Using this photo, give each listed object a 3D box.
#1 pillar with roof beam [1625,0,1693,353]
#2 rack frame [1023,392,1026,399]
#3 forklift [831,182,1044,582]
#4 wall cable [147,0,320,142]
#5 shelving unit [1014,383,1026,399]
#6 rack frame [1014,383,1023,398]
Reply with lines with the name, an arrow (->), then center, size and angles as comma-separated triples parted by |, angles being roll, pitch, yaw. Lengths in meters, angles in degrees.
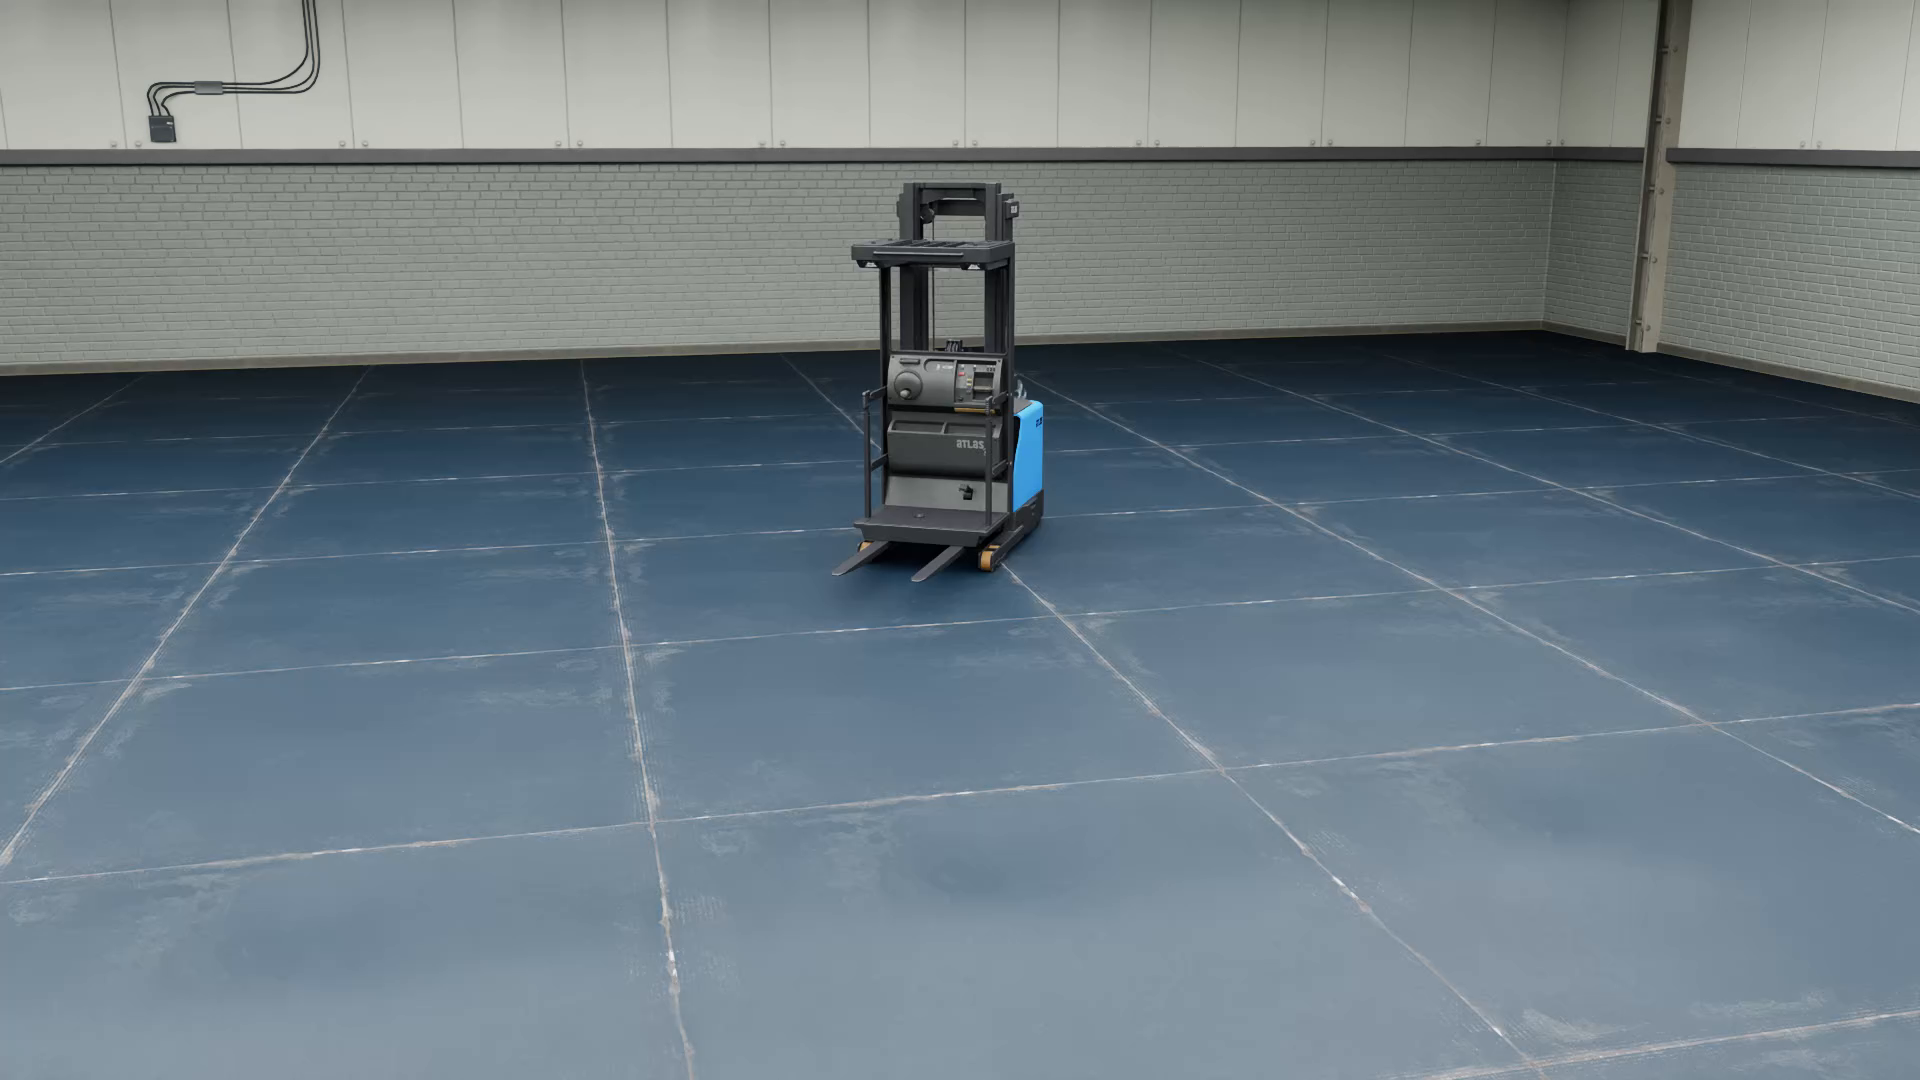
pillar with roof beam -> 6.502, -7.099, 24.022 | 9.100, 9.000, 0.400 | -3, 14, -13
rack frame -> 0.405, -0.808, 15.123 | 0.240, 1.200, 0.006 | 4, -20, 15
forklift -> -0.179, -1.280, 12.992 | 1.130, 2.935, 3.031 | 4, 14, 16
wall cable -> -10.107, -8.514, 22.648 | 2.305, 6.003, 0.169 | -3, 14, -13
shelving unit -> 0.385, -0.840, 15.039 | 0.258, 1.200, 0.189 | 4, -20, 15
rack frame -> 0.365, -0.872, 14.956 | 0.240, 1.200, 0.006 | 4, -20, 15
